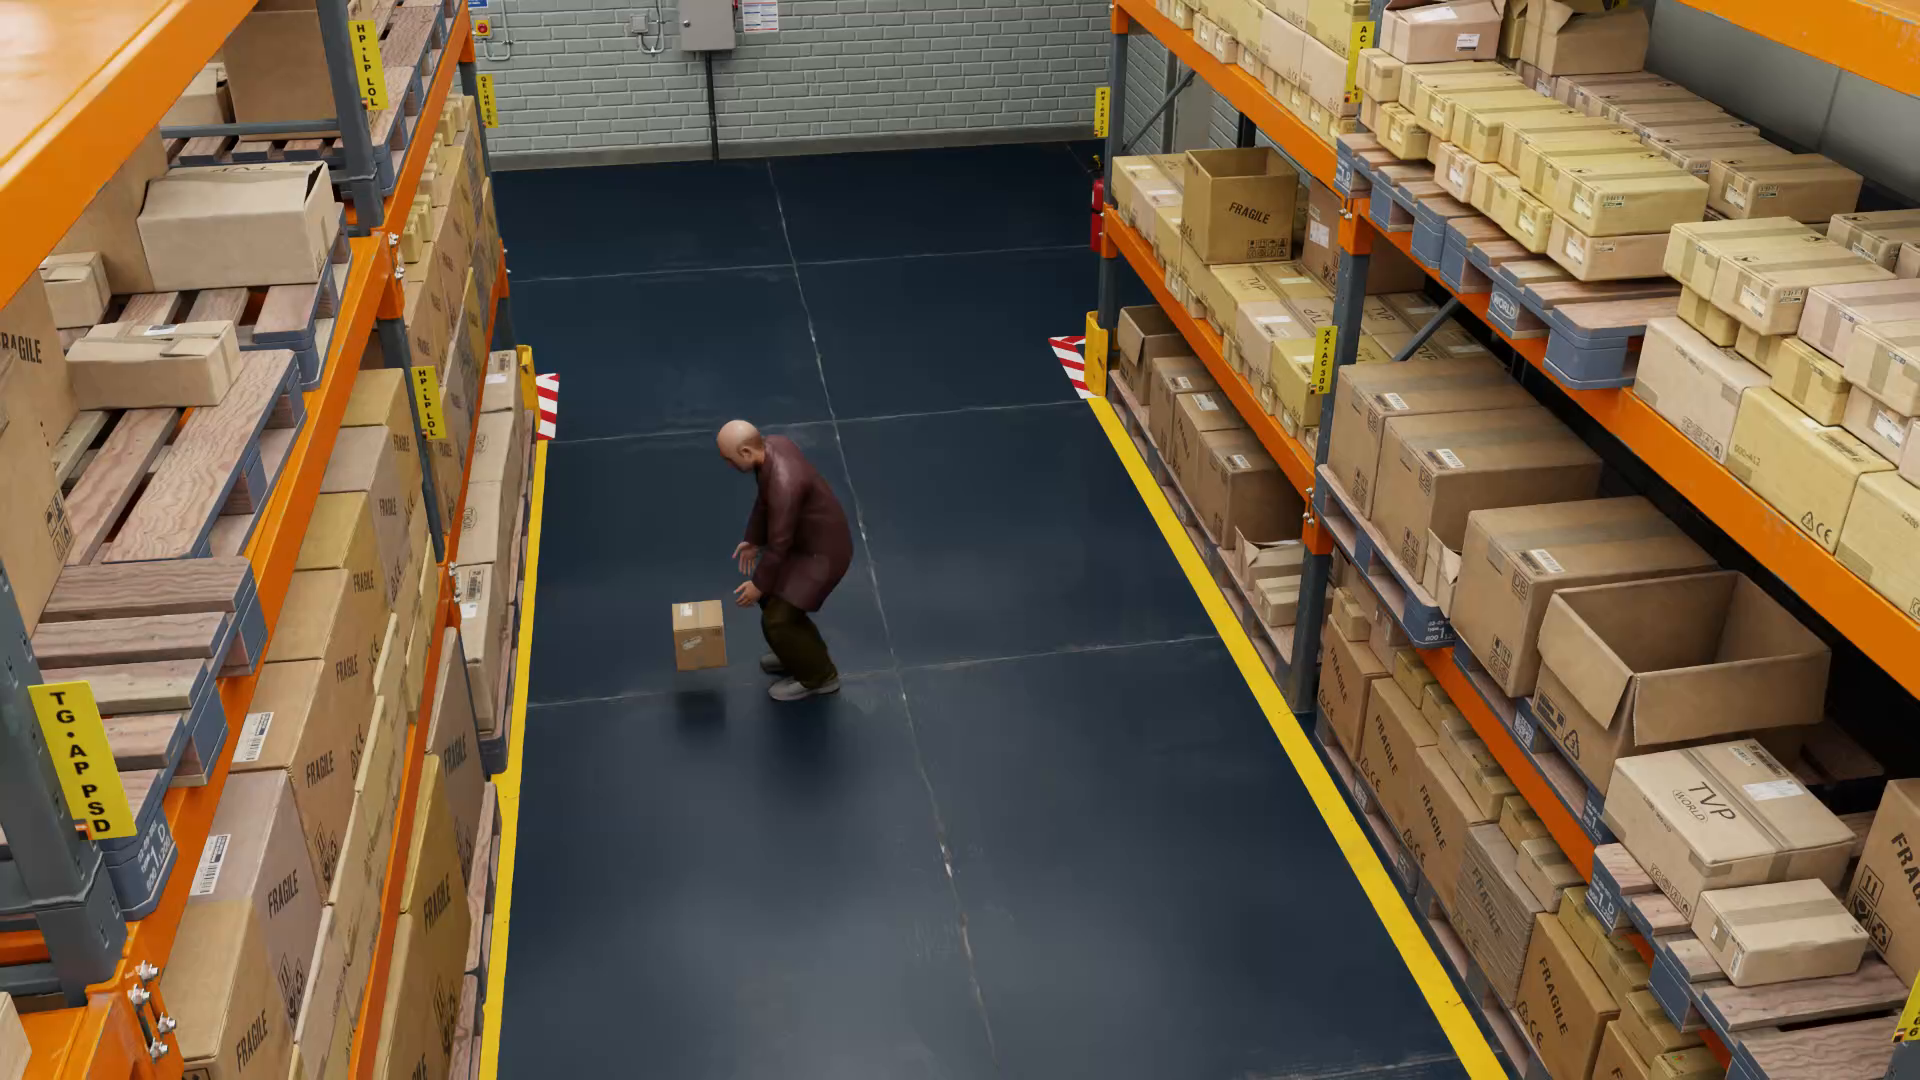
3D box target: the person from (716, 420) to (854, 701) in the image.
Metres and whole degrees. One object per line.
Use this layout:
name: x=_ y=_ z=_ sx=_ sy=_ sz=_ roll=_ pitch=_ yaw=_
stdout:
person: x=-0.841 y=0.083 z=8.265 sx=0.636 sy=1.532 sz=0.626 roll=-5 pitch=31 yaw=-9
